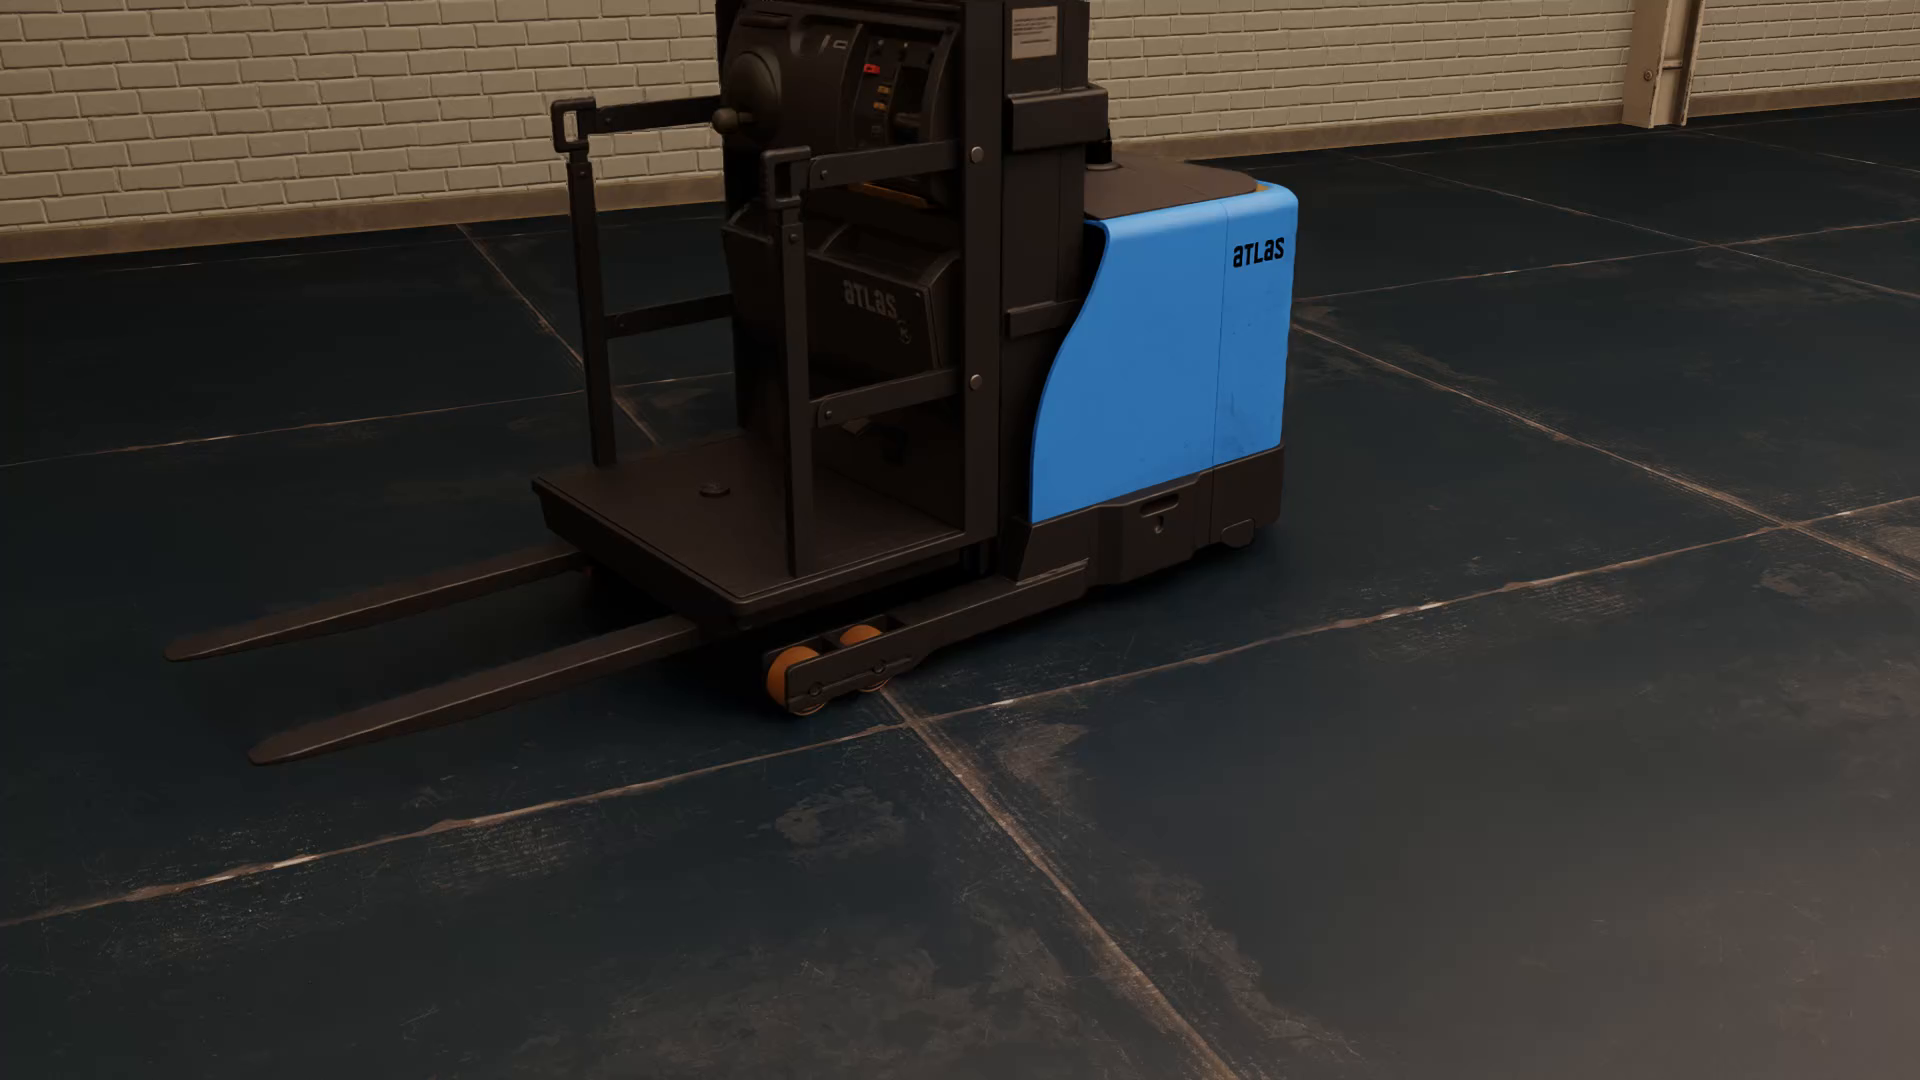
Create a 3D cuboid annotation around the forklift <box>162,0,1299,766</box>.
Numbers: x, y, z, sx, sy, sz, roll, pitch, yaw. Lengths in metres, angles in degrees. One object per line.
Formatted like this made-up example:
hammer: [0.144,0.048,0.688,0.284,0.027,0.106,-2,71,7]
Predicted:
forklift: [-0.484,-1.152,4.058,3.031,2.935,1.130,-17,28,-36]
